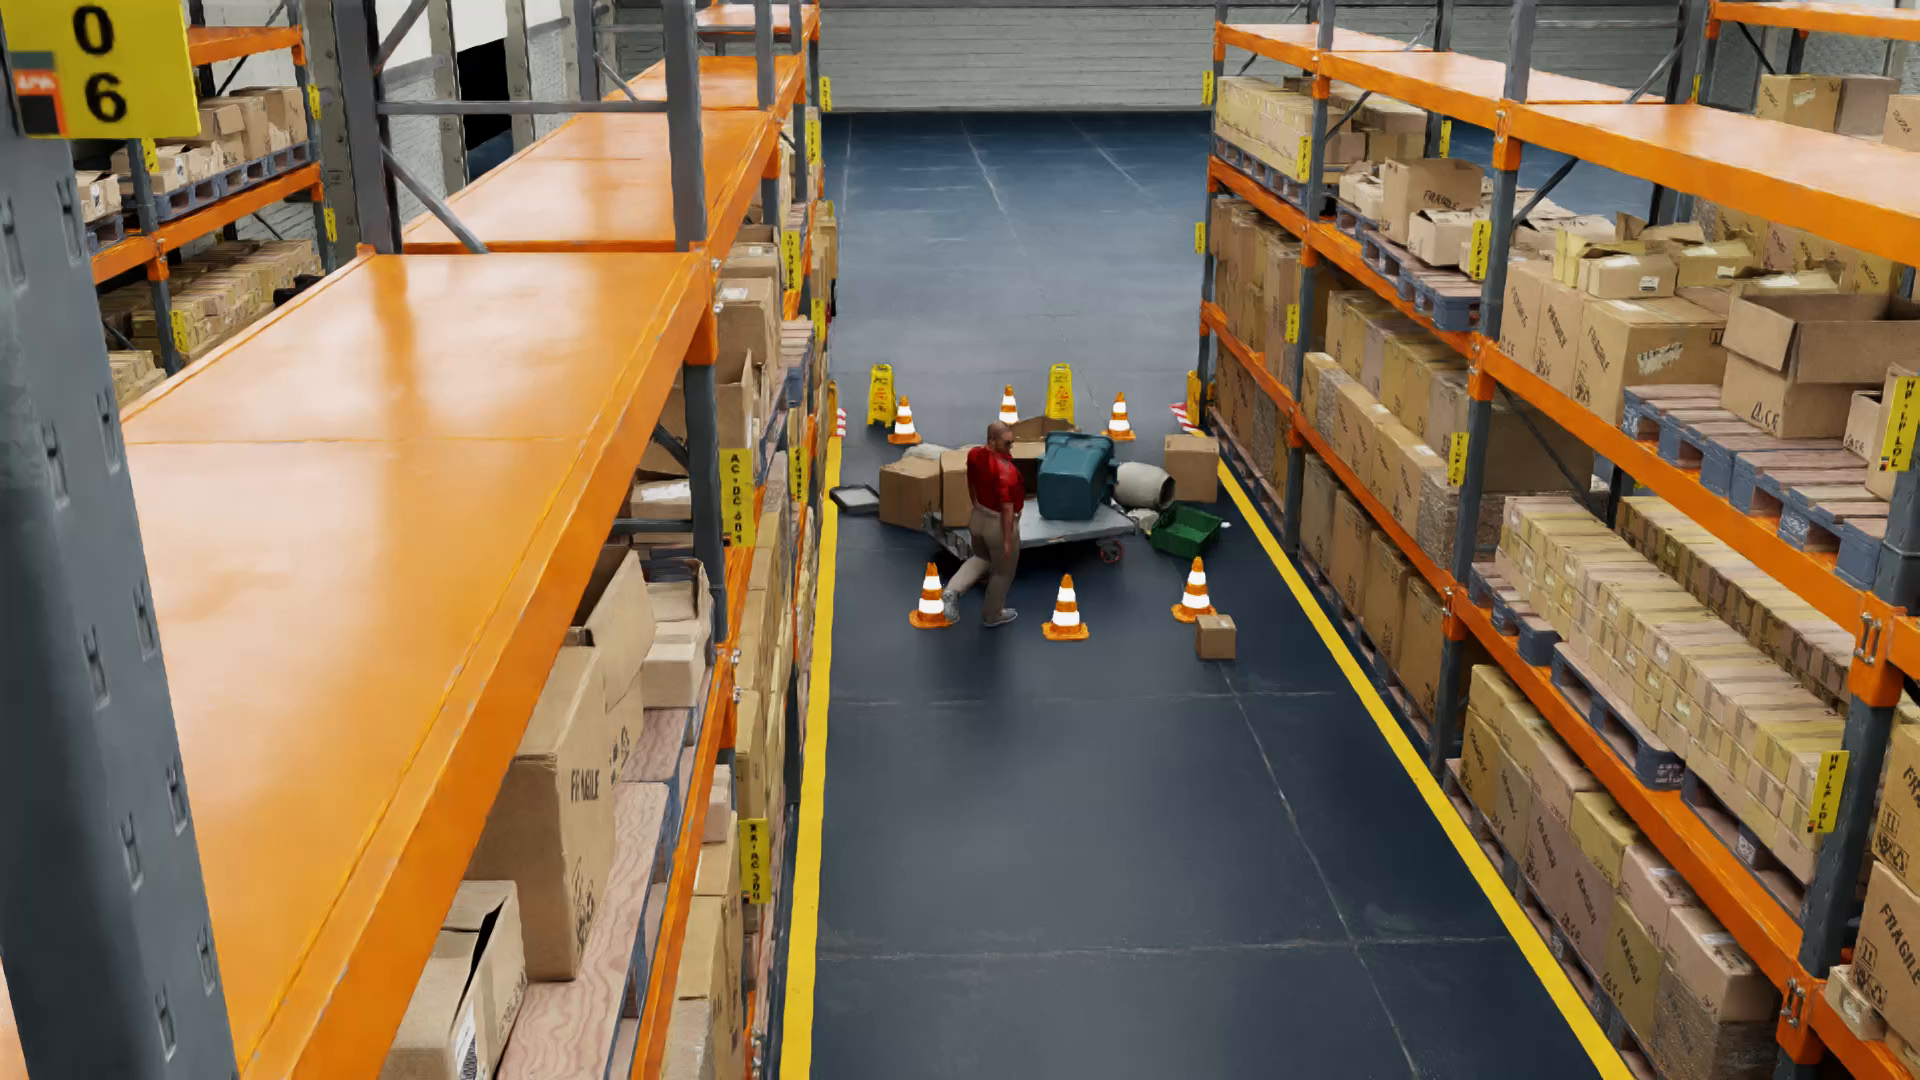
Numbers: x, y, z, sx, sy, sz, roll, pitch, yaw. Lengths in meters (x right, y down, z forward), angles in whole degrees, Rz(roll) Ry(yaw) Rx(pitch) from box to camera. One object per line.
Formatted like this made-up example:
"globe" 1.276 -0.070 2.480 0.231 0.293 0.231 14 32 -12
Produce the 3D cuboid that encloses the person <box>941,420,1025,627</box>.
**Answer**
"person" 0.242 -0.096 12.253 0.703 1.687 0.605 -17 26 -38
